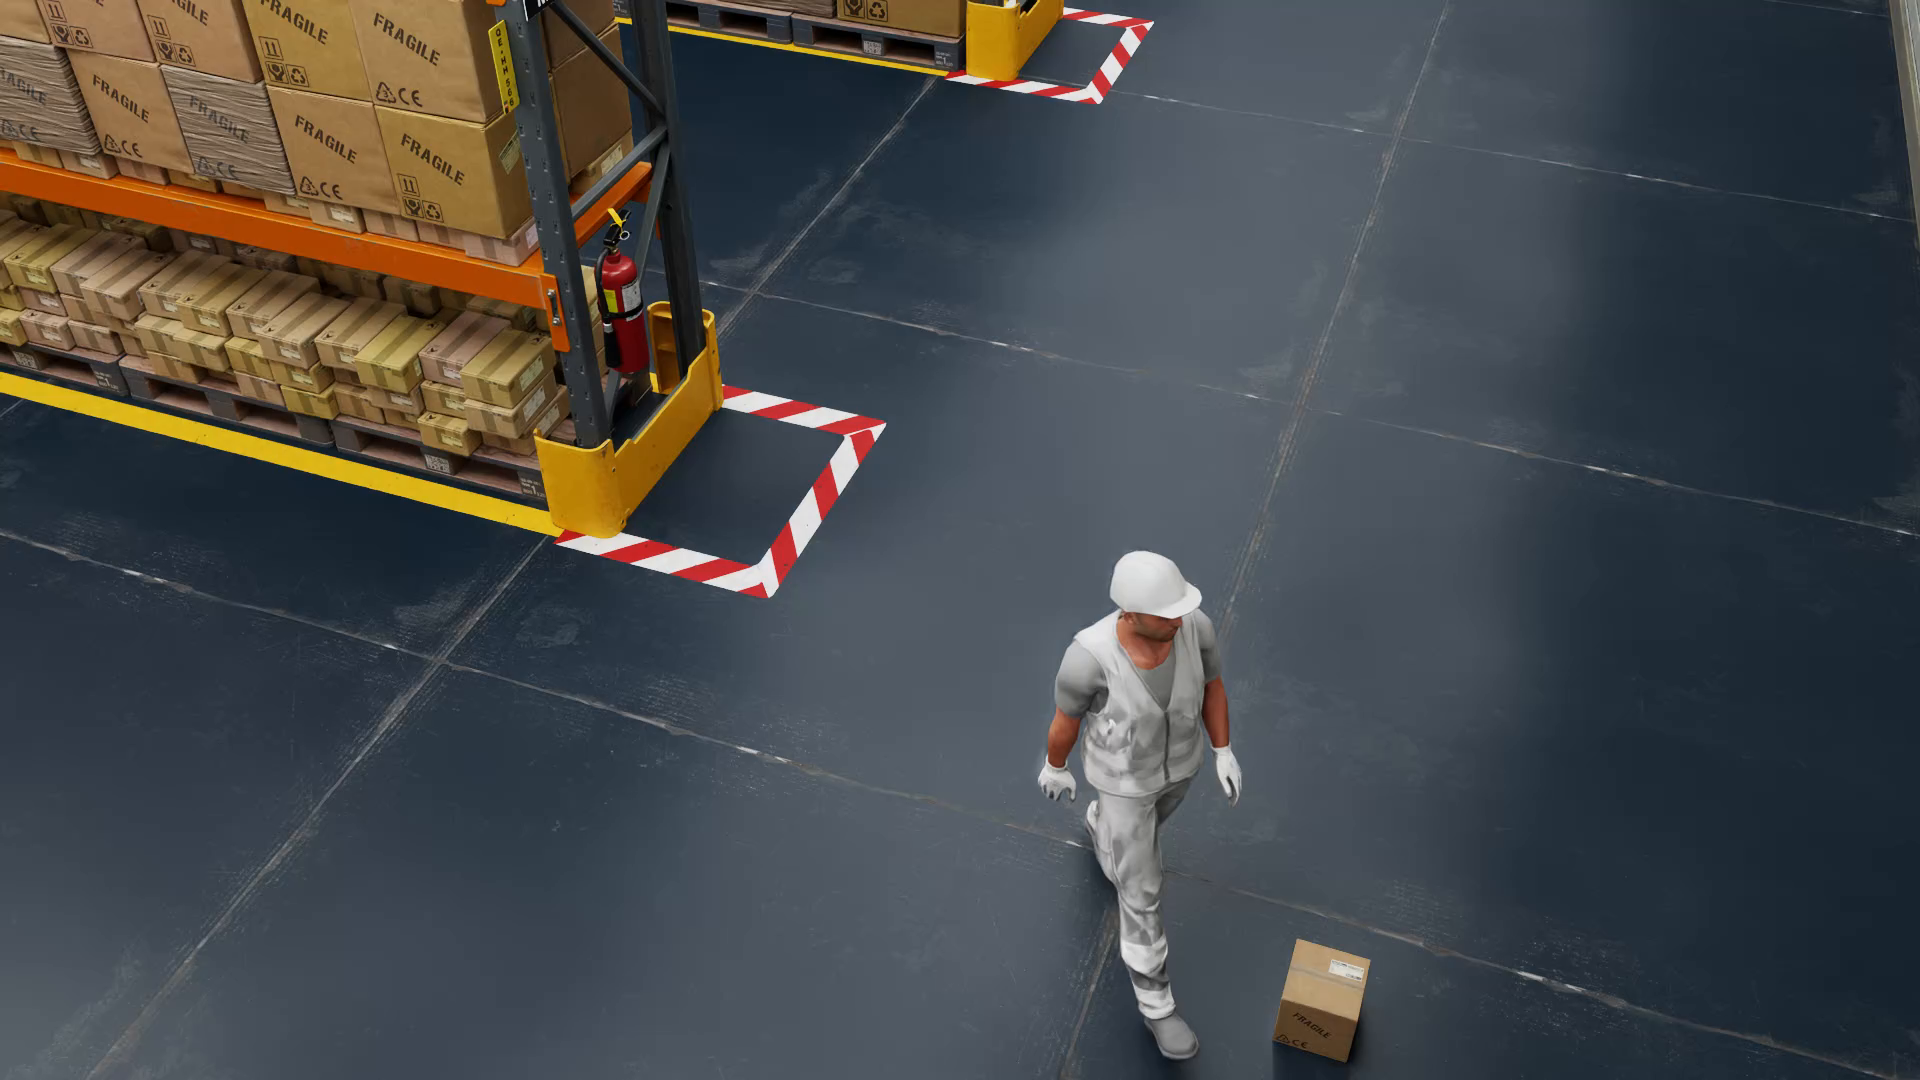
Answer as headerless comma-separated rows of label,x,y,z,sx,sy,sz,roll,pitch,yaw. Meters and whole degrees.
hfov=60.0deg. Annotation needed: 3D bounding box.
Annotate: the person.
person,0.630,0.767,5.287,0.575,1.726,1.066,-20,45,-21
